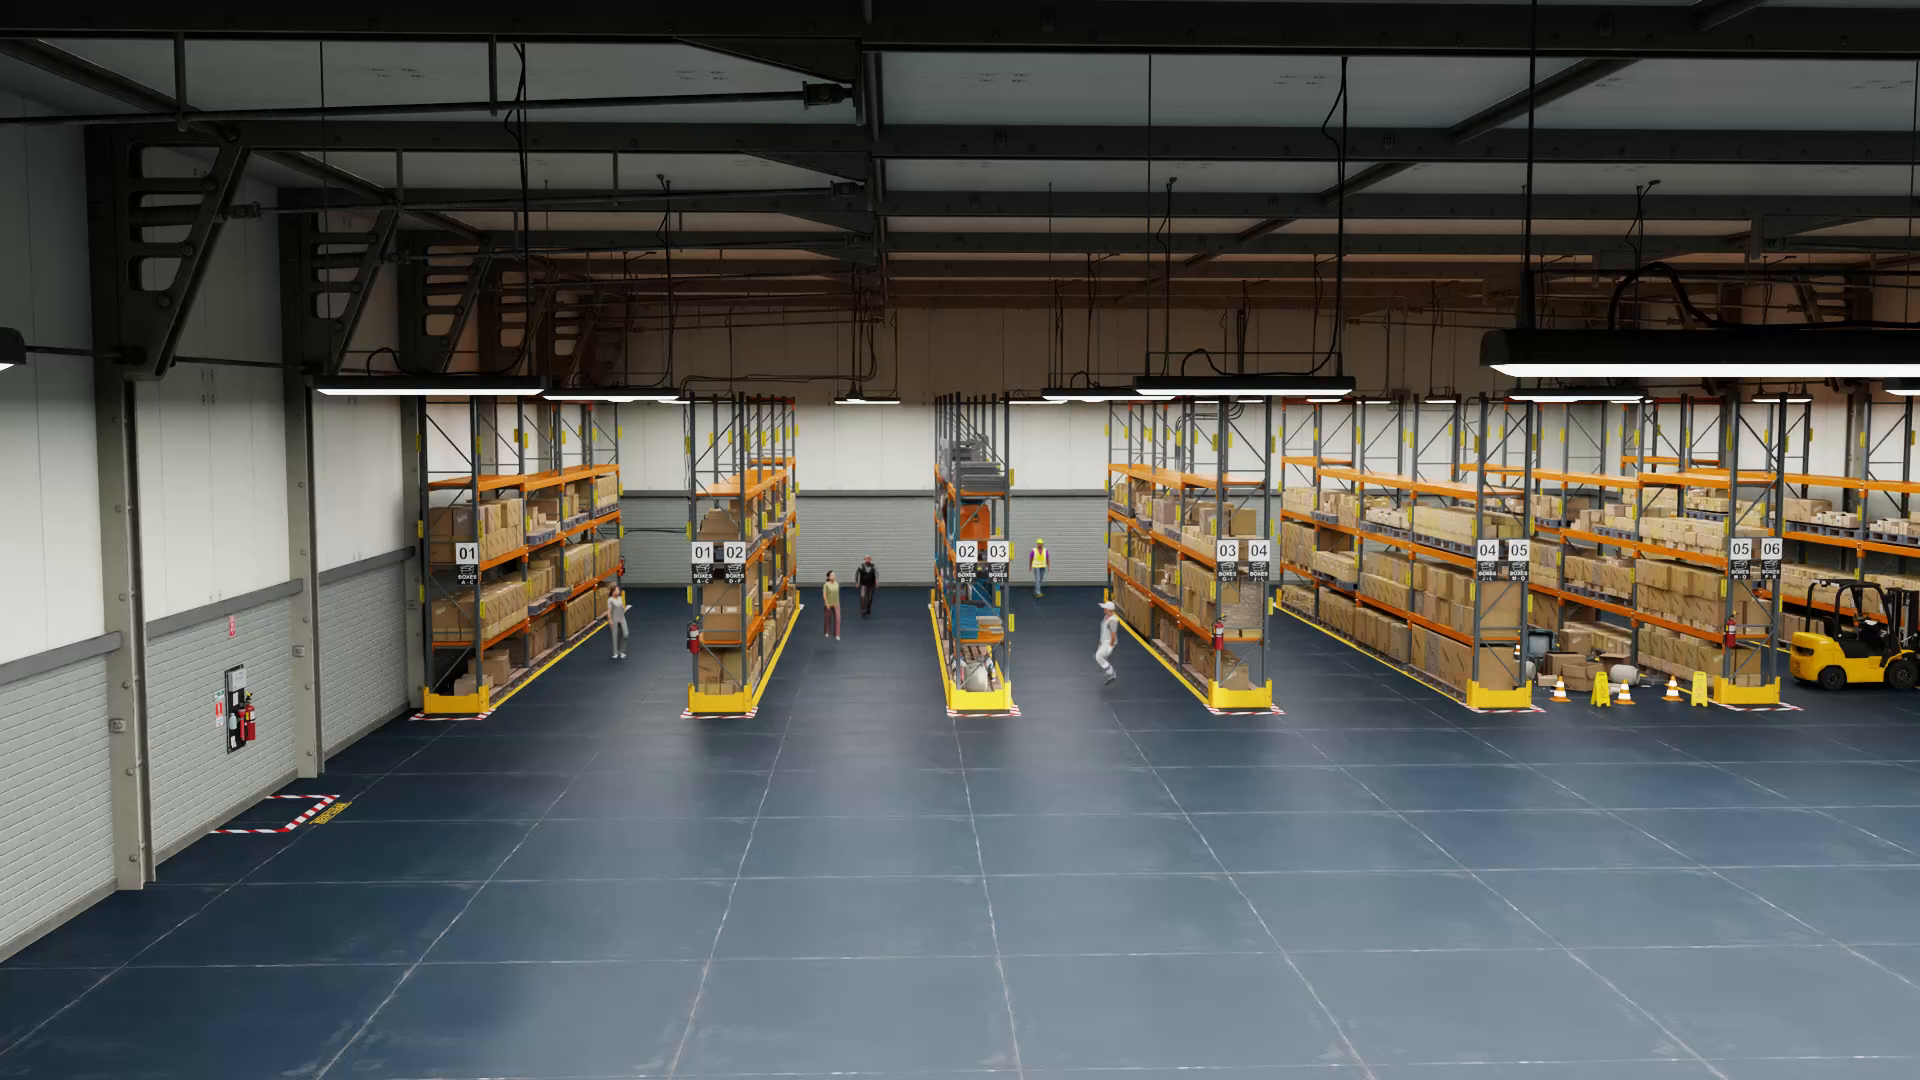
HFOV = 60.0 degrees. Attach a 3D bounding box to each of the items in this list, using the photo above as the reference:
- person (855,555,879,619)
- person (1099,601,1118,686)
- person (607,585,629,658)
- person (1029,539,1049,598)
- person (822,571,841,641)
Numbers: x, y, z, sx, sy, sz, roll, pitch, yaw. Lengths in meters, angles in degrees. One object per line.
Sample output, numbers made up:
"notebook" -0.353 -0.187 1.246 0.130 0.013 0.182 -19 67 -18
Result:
"person" -2.539 1.254 45.440 0.649 1.701 0.992 0 5 -3
"person" 2.994 2.119 33.684 0.519 1.780 0.641 -2 5 -19
"person" -7.818 1.869 37.901 0.471 1.682 0.471 -2 5 -25
"person" 2.437 0.845 49.977 0.569 1.758 0.698 -3 5 -29
"person" -3.000 1.520 38.838 0.433 1.607 1.006 -1 5 -11
